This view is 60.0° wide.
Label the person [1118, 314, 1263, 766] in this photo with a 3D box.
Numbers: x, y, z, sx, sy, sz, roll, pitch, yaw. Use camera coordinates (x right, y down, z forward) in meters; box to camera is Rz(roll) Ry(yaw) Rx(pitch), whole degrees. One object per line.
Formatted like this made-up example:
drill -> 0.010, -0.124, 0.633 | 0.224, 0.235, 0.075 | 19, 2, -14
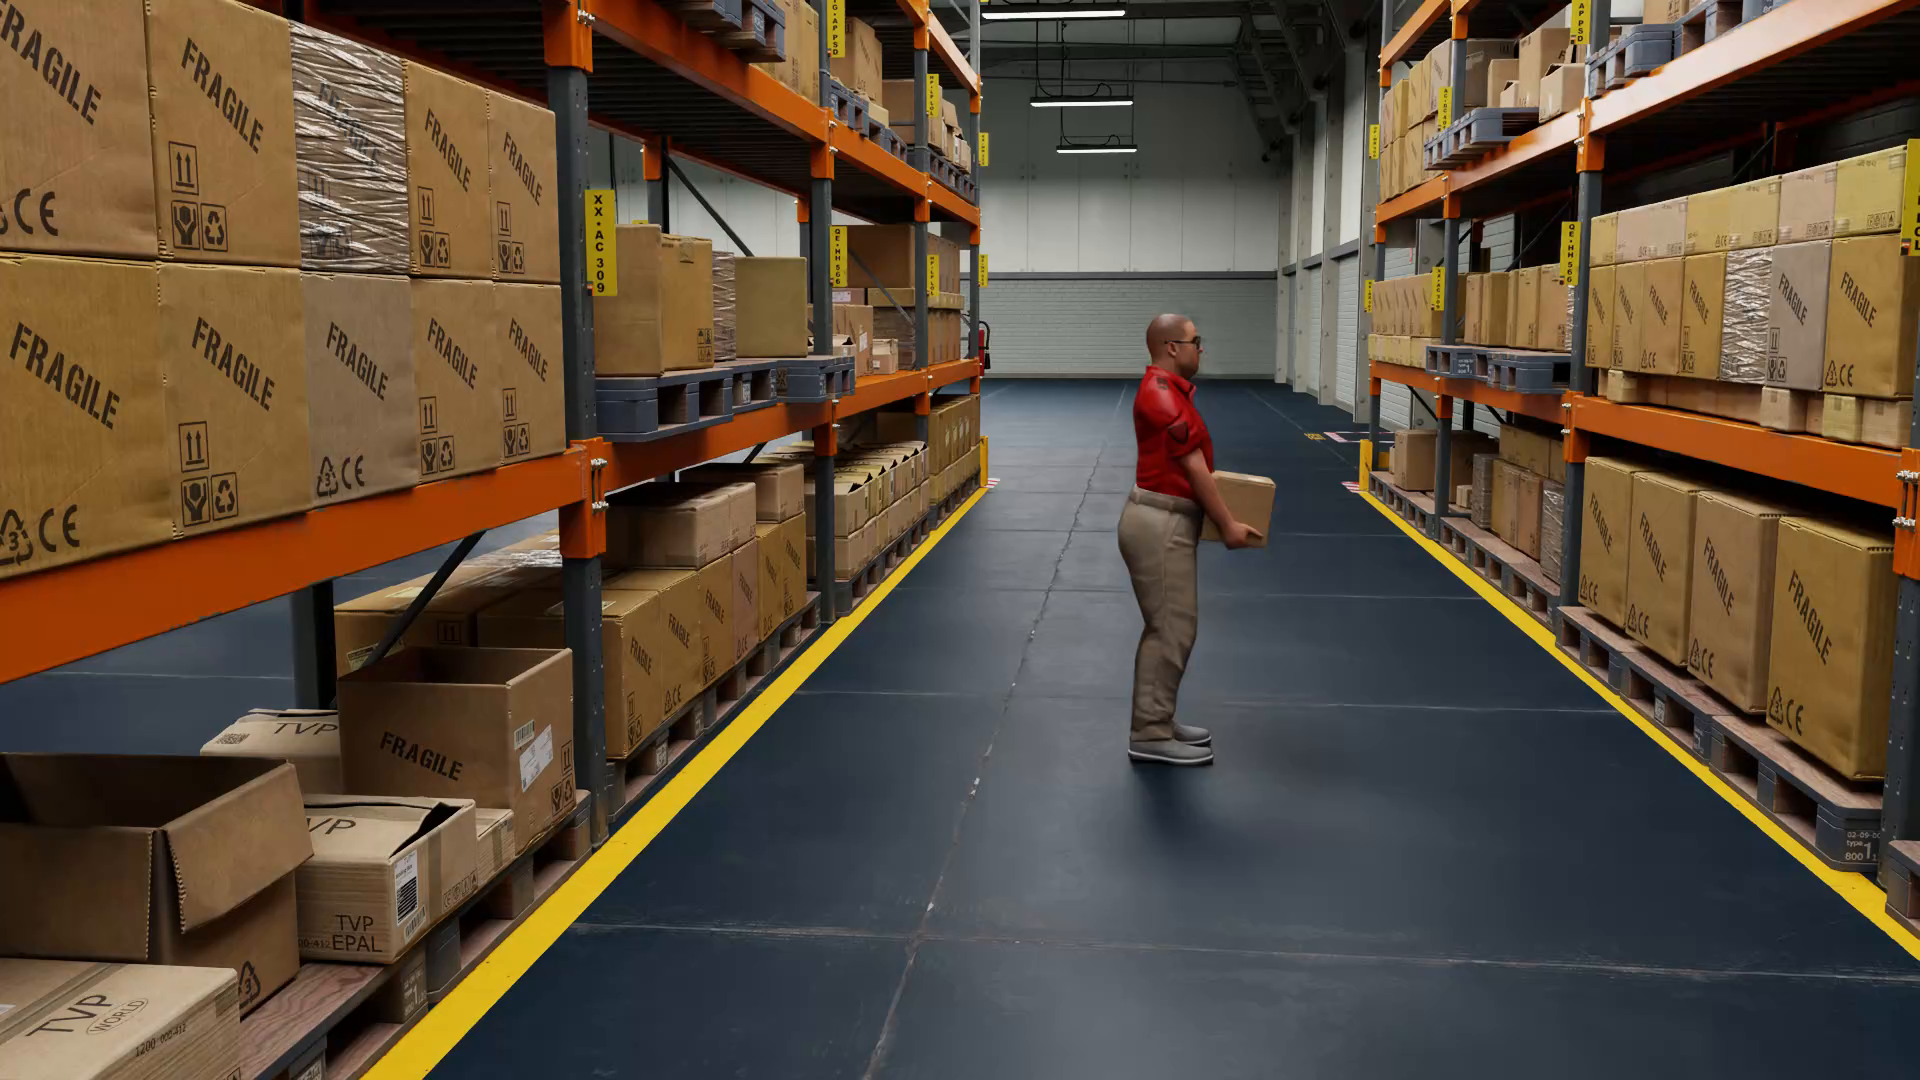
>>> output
person -> 0.891, -0.013, 6.489 | 0.549, 1.726, 0.490 | 1, 8, 5
